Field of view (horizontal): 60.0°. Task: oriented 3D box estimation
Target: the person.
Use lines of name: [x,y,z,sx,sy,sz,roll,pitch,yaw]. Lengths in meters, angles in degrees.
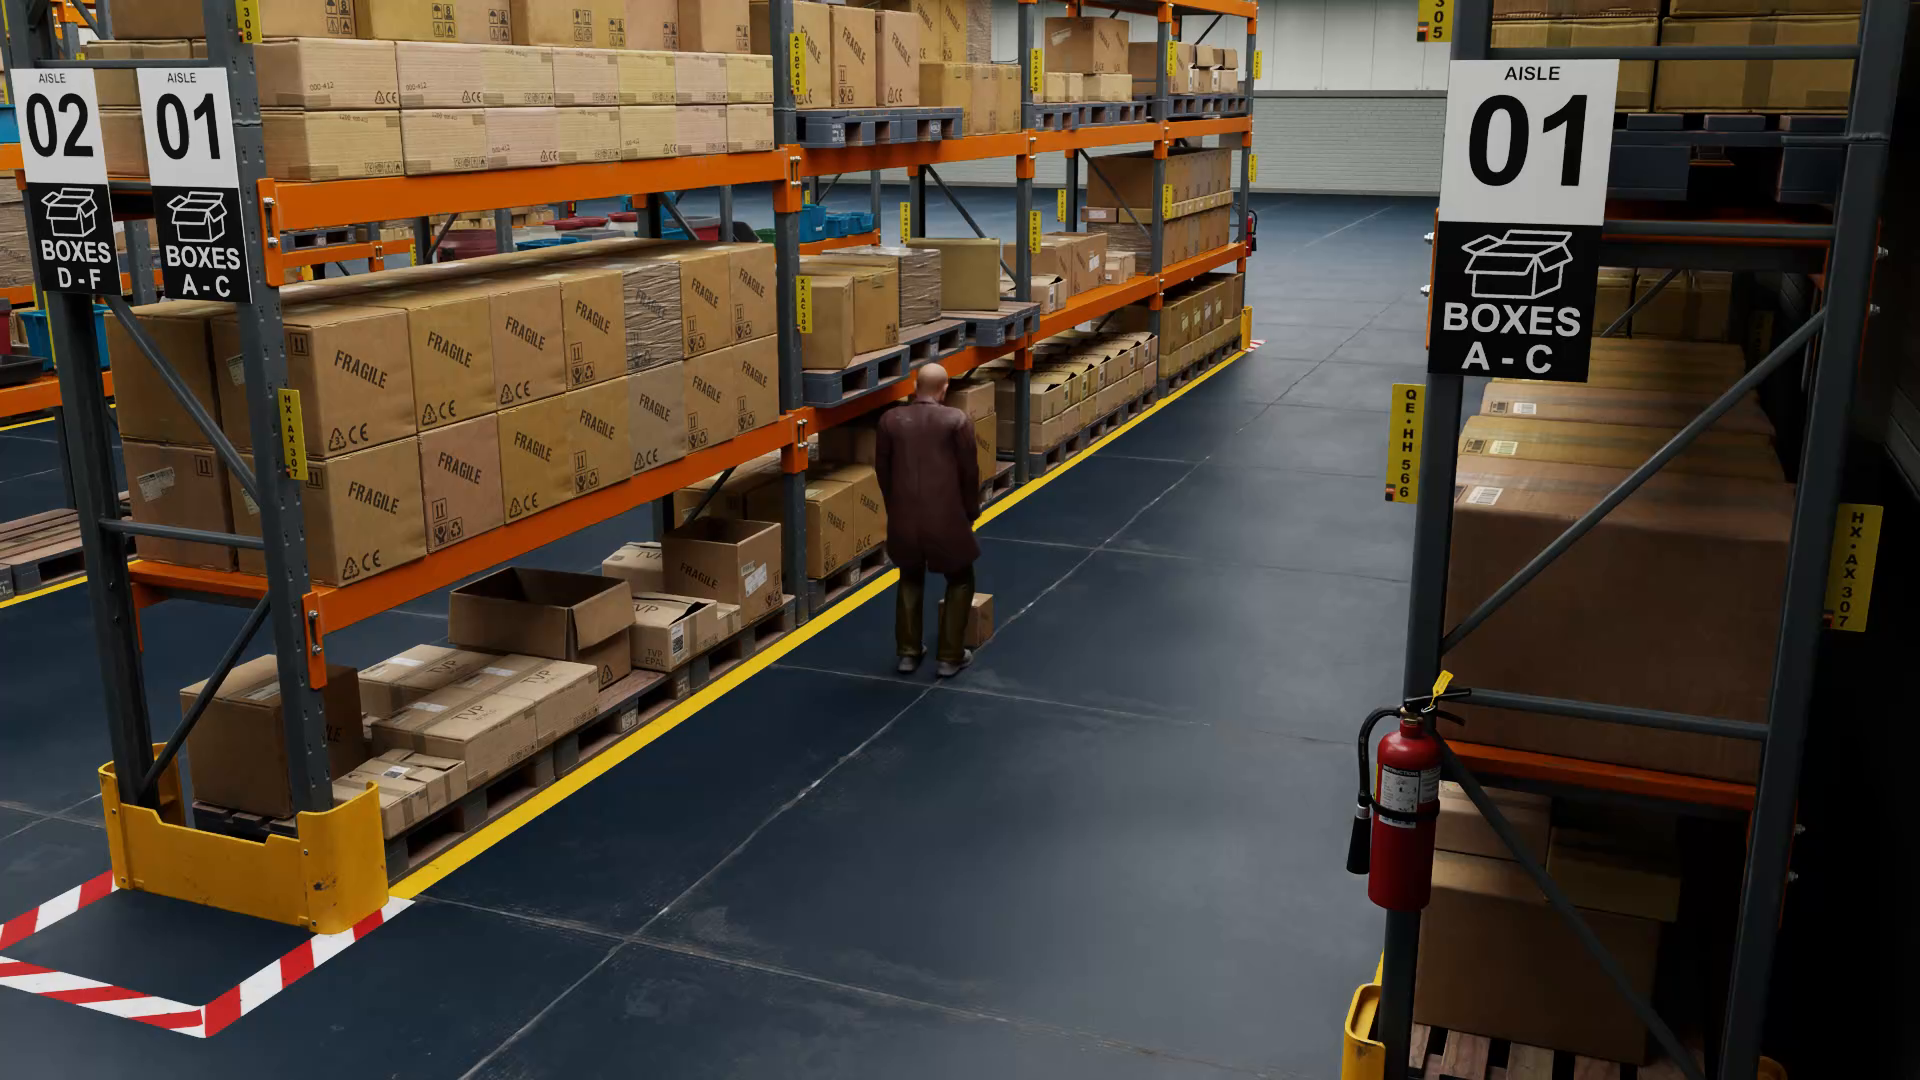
person: [-0.179,-0.107,9.121,0.599,1.696,0.466,5,16,19]
